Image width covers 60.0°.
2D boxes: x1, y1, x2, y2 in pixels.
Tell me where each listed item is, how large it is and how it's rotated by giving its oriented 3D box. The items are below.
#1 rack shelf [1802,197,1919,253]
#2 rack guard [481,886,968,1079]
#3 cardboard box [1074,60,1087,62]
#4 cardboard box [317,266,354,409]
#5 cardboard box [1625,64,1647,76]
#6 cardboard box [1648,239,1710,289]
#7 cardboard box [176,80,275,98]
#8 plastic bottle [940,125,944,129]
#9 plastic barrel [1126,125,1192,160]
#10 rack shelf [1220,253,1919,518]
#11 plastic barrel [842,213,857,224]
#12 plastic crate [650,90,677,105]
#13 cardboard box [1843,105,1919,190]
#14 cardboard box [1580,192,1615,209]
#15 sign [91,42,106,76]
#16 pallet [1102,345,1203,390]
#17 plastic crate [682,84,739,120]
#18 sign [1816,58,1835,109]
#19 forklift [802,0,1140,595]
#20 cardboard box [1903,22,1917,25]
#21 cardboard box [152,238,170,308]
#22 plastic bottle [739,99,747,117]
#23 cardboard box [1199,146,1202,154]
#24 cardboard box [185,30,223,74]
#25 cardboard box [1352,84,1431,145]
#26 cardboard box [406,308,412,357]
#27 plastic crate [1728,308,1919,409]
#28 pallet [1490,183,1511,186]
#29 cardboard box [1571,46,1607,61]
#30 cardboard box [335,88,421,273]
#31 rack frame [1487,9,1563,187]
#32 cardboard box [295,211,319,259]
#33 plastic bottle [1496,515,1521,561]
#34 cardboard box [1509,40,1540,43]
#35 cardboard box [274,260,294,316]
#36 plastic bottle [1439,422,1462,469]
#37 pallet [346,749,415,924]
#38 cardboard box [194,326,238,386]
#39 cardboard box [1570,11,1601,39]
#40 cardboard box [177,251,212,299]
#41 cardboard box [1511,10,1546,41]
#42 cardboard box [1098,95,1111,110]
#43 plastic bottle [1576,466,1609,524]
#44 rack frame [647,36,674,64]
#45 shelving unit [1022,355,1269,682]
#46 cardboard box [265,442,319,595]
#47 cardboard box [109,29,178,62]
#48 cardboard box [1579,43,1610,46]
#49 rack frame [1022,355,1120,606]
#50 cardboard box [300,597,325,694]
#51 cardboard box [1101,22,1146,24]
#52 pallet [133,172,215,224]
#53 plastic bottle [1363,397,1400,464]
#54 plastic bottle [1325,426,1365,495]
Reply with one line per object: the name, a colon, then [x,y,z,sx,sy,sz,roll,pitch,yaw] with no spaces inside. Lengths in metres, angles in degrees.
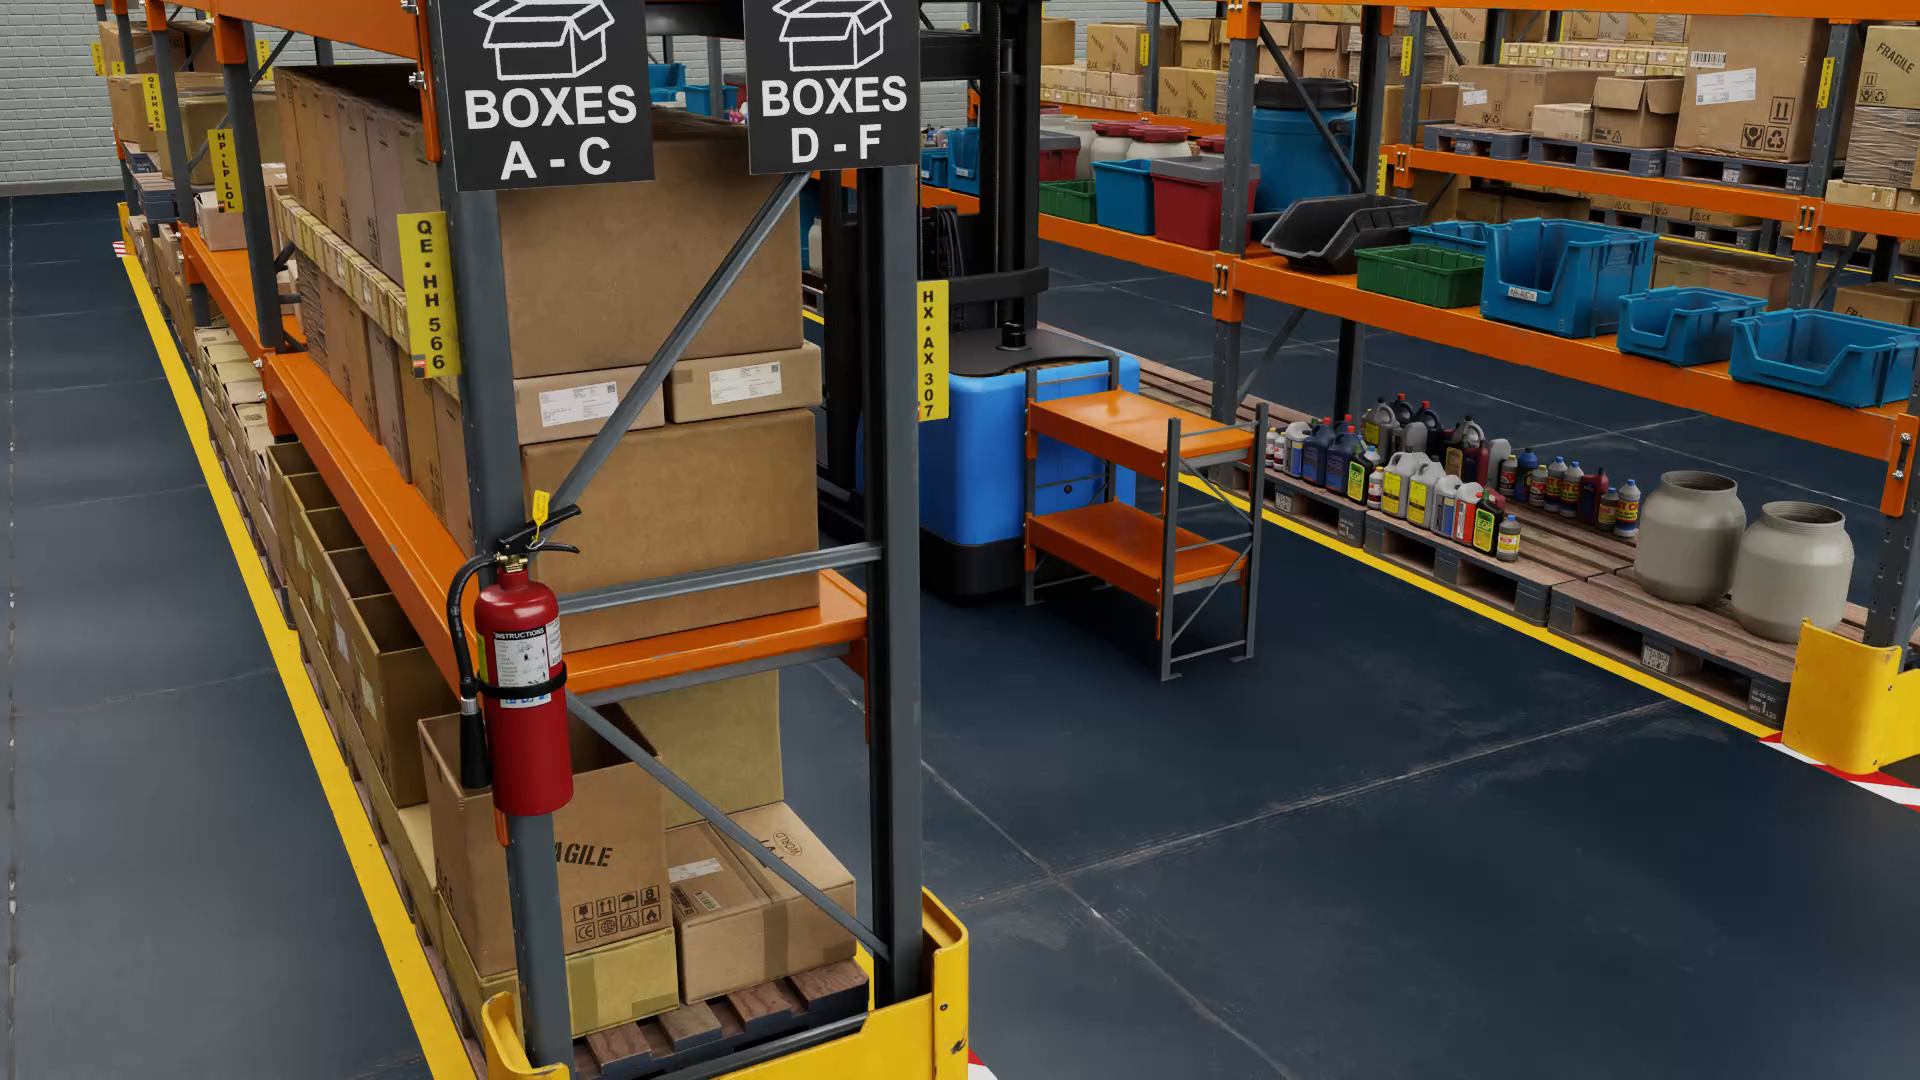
rack shelf: [7.207,-1.672,9.980,1.077,0.370,4.000,-10,21,-27]
rack guard: [-0.552,1.284,4.143,1.175,0.500,0.348,-10,21,-27]
cardboard box: [1.263,-5.857,20.780,0.500,0.250,0.500,-10,22,-28]
cardboard box: [-1.990,-0.823,6.265,0.700,0.500,0.500,-10,22,-27]
cardboard box: [7.521,-5.135,18.200,0.380,0.149,0.250,-9,21,-25]
cardboard box: [5.509,-2.092,13.254,0.700,0.500,0.500,-12,22,-31]
cardboard box: [-5.368,-3.097,12.212,0.700,0.500,0.500,-17,25,-40]
plastic bottle: [-0.165,-3.264,13.672,0.061,0.283,0.133,-10,21,-27]
plastic barrel: [1.289,-2.402,10.786,0.433,0.535,0.433,0,19,0]
rack shelf: [2.848,-0.905,7.757,1.077,0.370,4.000,-10,21,-27]
plastic barrel: [-0.785,-2.488,14.295,0.600,0.588,0.708,-10,21,-27]
plastic crate: [-3.205,-4.627,17.606,0.416,0.233,0.300,-10,21,-27]
cardboard box: [6.417,-2.635,11.060,0.875,0.500,0.500,-10,21,-27]
cardboard box: [7.502,-4.085,19.061,0.500,0.500,0.500,-10,21,-26]
sign: [-8.638,-4.822,16.681,0.100,0.325,0.005,-10,21,-27]
pallet: [0.908,-1.071,11.410,1.003,0.211,1.213,-10,21,-27]
plastic crate: [-2.422,-4.217,16.187,0.392,0.384,0.575,-10,21,-27]
sign: [5.771,-3.046,11.086,0.100,0.325,0.005,-10,21,-27]
forklift: [-0.328,-1.561,8.662,1.130,2.935,3.031,-11,22,-30]
cardboard box: [9.217,-4.718,16.019,0.700,0.500,0.500,-10,22,-27]
cardboard box: [-6.246,-2.199,13.563,0.500,0.500,0.500,-11,22,-29]
plastic bottle: [-1.999,-3.929,15.495,0.144,0.351,0.185,-10,21,-27]
cardboard box: [3.205,-3.640,17.194,1.225,0.875,0.875,-11,22,-29]
cardboard box: [-6.238,-4.048,14.077,0.500,0.500,0.500,-9,21,-25]
cardboard box: [3.906,-3.885,15.138,0.500,0.500,0.500,-9,21,-25]
cardboard box: [-1.277,-0.559,4.506,0.380,0.149,0.250,-10,21,-26]
plastic crate: [3.297,-0.697,6.282,0.499,0.251,0.616,-10,21,-27]
pallet: [6.522,-4.491,21.322,1.003,0.211,1.213,-10,21,-27]
cardboard box: [7.150,-5.500,18.801,0.380,0.149,0.250,-10,21,-27]
cardboard box: [-1.531,-1.154,5.236,0.700,0.500,0.500,-10,21,-27]
rack frame: [6.872,-5.622,20.325,1.000,3.000,0.127,-10,21,-27]
cardboard box: [-2.262,-1.153,6.228,0.380,0.149,0.250,-11,22,-28]
plastic bottle: [2.540,-0.015,7.692,0.097,0.201,0.097,0,19,0]
cardboard box: [6.858,-5.991,20.785,0.500,0.500,0.500,-10,22,-28]
cardboard box: [-3.042,-1.213,7.754,0.396,0.266,0.258,-11,22,-28]
plastic bottle: [2.663,-0.507,8.992,0.061,0.283,0.133,-8,21,-23]
pallet: [-1.538,0.851,5.841,1.003,0.211,1.213,-10,21,-27]
cardboard box: [-4.372,-1.169,10.132,0.500,0.311,0.500,-9,21,-25]
cardboard box: [9.509,-7.756,24.825,0.500,0.500,0.500,-11,22,-28]
cardboard box: [-5.043,-1.829,11.342,0.500,0.250,0.500,-9,21,-25]
cardboard box: [6.872,-6.450,20.581,0.500,0.500,0.500,-9,21,-25]
cardboard box: [1.781,-4.948,18.758,0.380,0.149,0.250,-10,22,-28]
plastic bottle: [3.120,-0.231,8.192,0.061,0.283,0.133,-10,21,-26]
rack frame: [-3.800,-5.264,19.287,1.000,3.000,0.127,-10,21,-27]
shelving unit: [0.777,-0.130,7.282,0.538,1.125,1.048,-11,22,-30]
cardboard box: [-2.518,-0.124,6.814,0.500,0.500,0.500,-10,21,-27]
cardboard box: [-6.975,-4.121,14.289,0.500,0.500,0.500,-10,22,-28]
cardboard box: [7.483,-5.746,19.515,0.380,0.149,0.250,-11,22,-28]
rack frame: [0.512,-0.271,7.692,0.500,1.125,0.032,-11,22,-30]
cardboard box: [-2.276,0.373,6.523,0.500,0.250,0.500,-10,21,-27]
cardboard box: [1.978,-5.775,19.393,0.500,0.500,0.500,-11,22,-28]
pallet: [-4.746,-2.294,10.975,1.213,0.211,1.003,-10,21,-27]
plastic bottle: [2.331,-0.612,9.193,0.144,0.351,0.185,-10,21,-27]
plastic bottle: [2.006,-0.424,8.649,0.144,0.351,0.185,-11,22,-29]
